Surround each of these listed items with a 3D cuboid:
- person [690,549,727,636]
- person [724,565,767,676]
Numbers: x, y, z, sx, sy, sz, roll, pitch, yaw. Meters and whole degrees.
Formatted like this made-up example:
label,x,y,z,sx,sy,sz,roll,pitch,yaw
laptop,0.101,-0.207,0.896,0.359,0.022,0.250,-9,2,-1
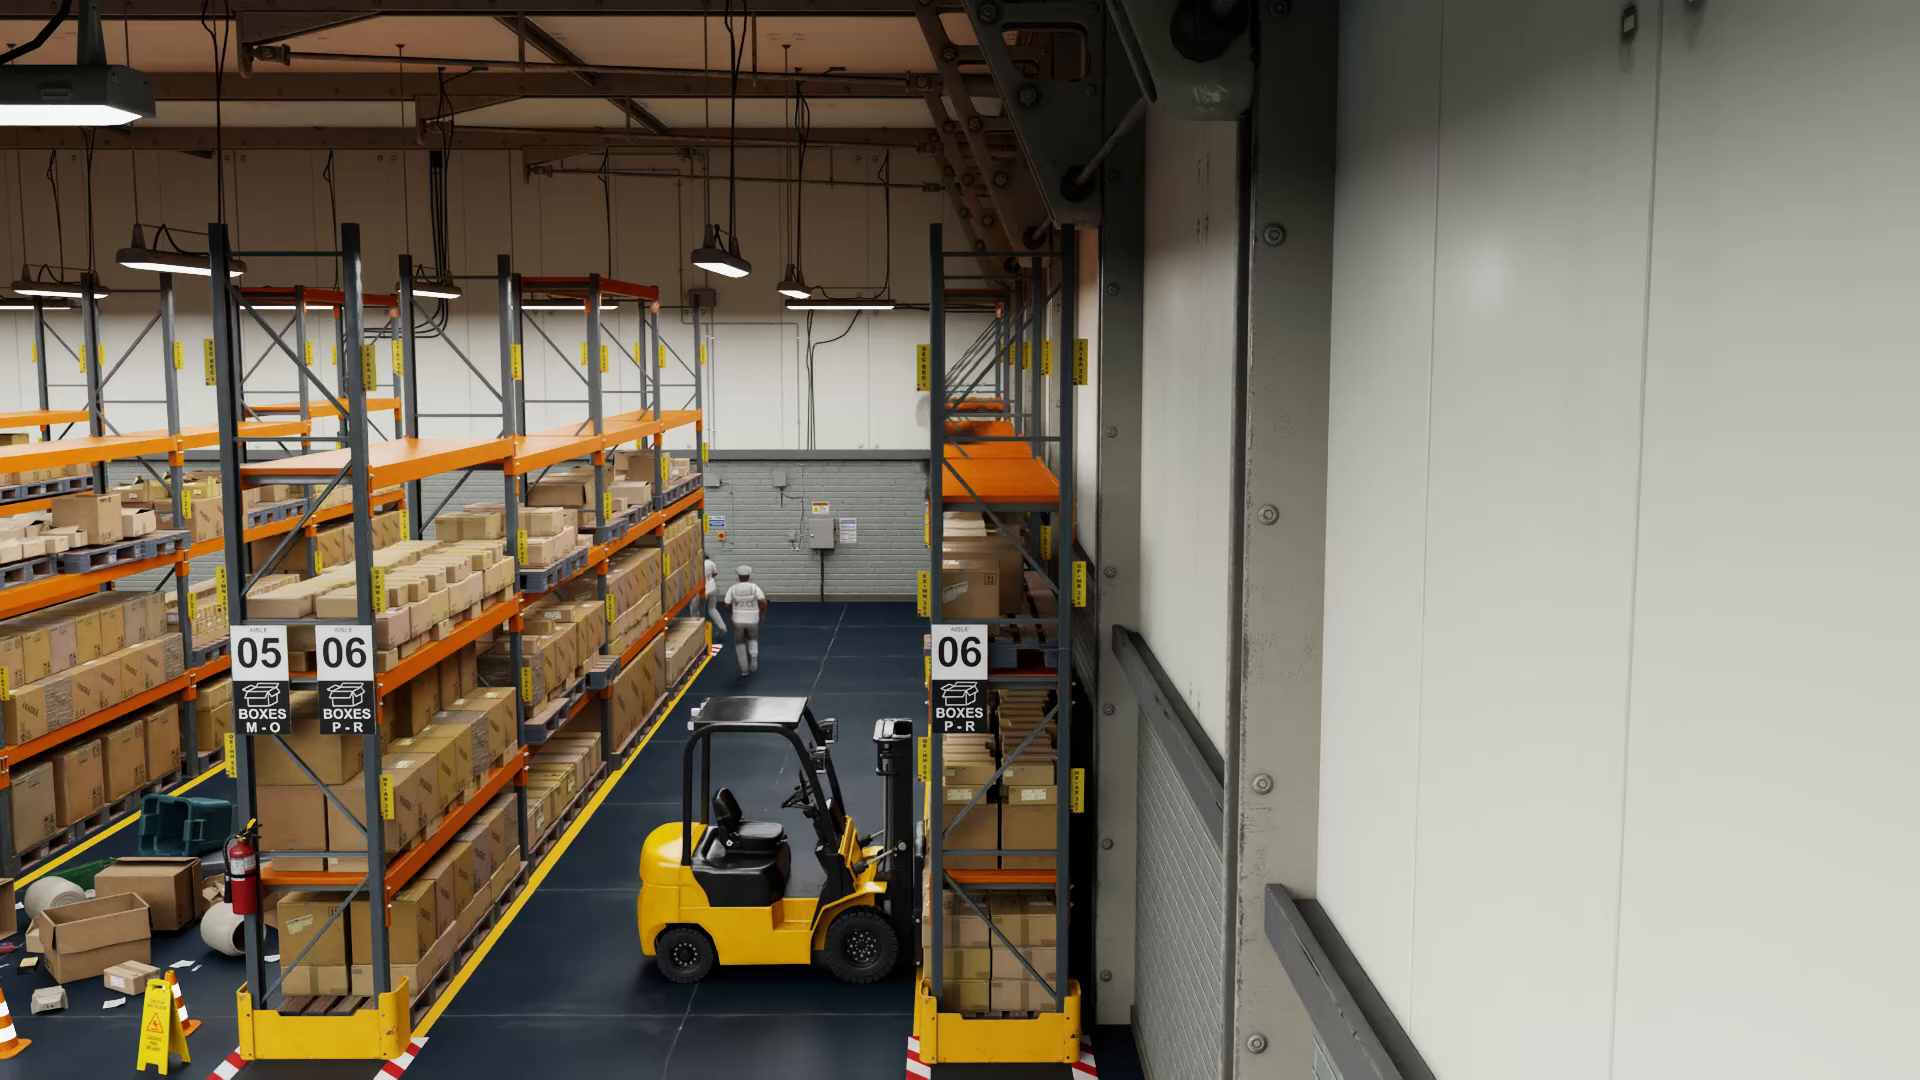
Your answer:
label,x,y,z,sx,sy,sz,roll,pitch,yaw
person,-4.588,0.929,29.322,0.893,1.621,0.645,6,9,43
person,-3.371,1.256,26.158,0.657,1.743,0.590,-1,7,-8
